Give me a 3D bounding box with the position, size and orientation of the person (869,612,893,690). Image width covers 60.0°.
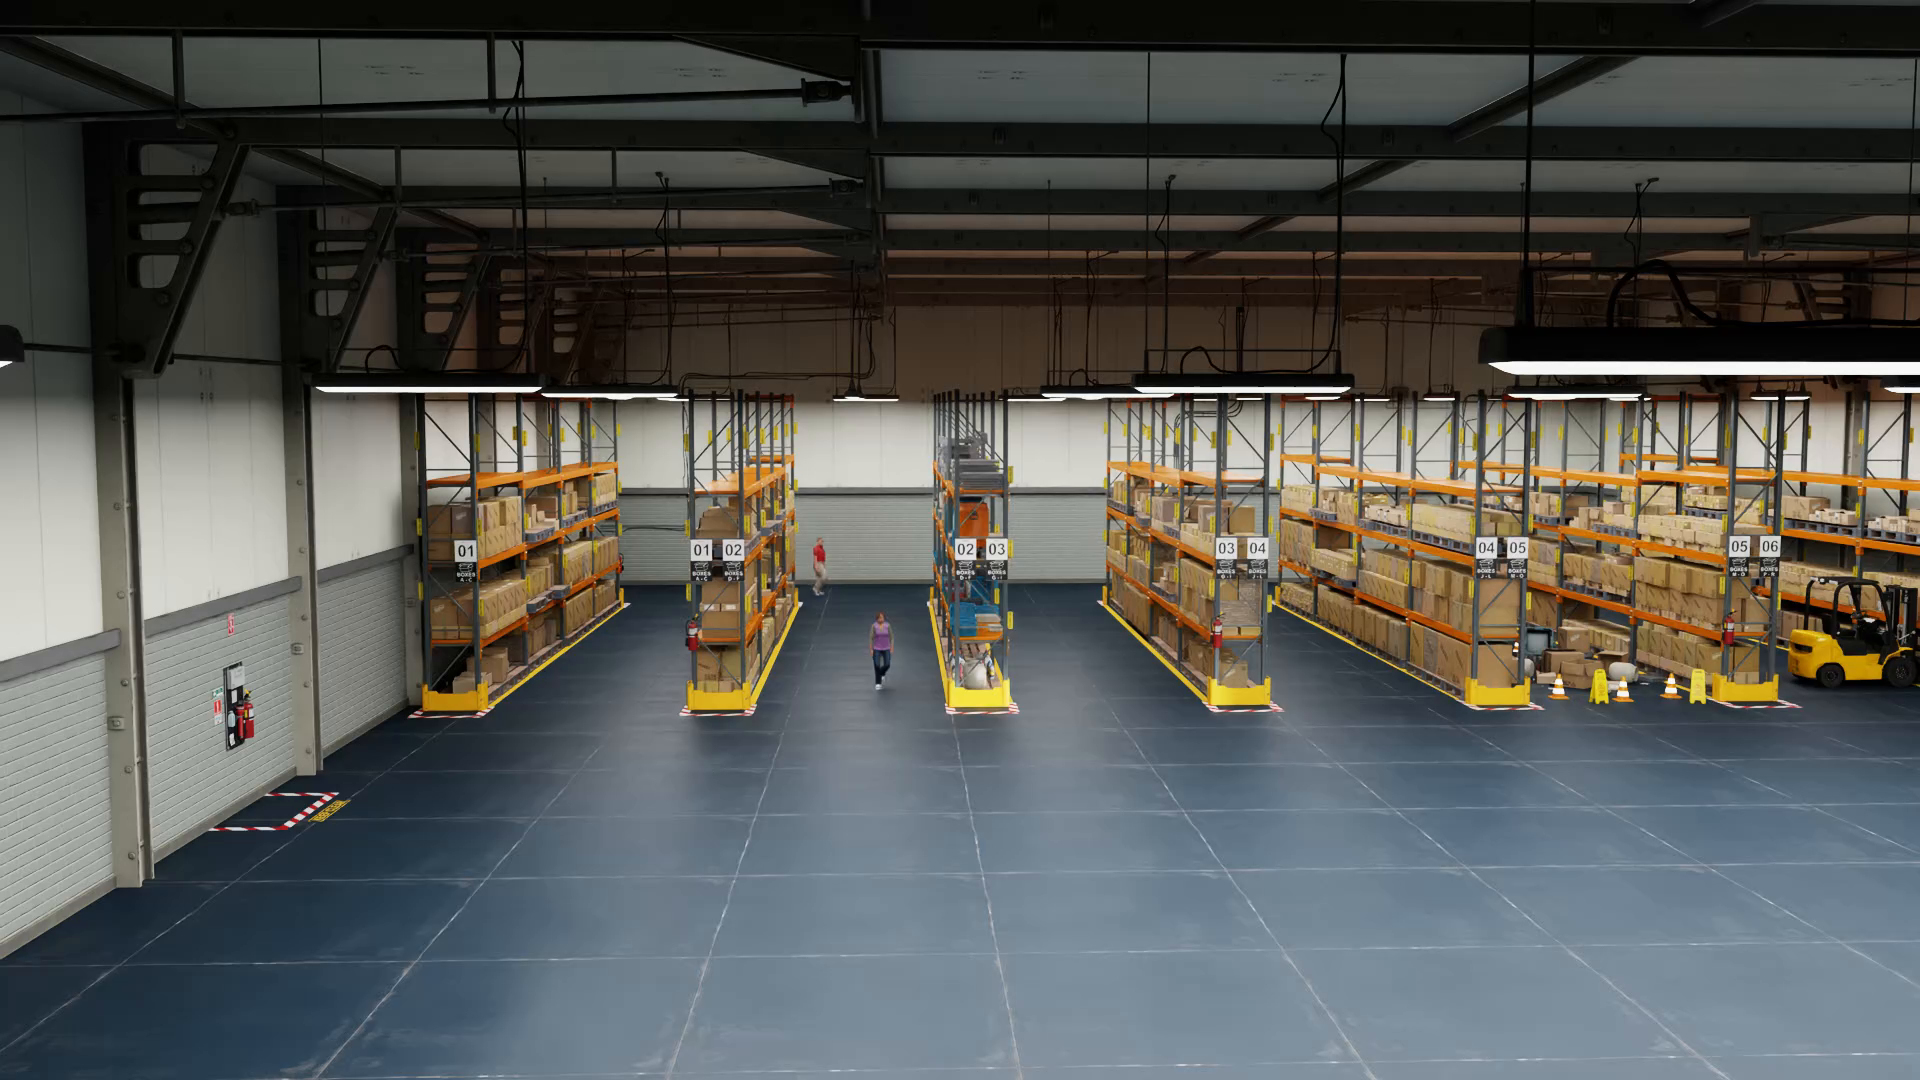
[{"bbox_3d":[-1.592,2.213,33.578,0.502,1.578,0.484,0,5,-4],"label":"person"}]

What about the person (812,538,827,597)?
[{"bbox_3d":[-4.200,0.800,49.768,0.439,1.748,0.557,0,5,-1],"label":"person"}]

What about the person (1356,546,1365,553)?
[{"bbox_3d":[11.669,0.935,48.556,1.014,1.597,0.422,1,5,17],"label":"person"}]
